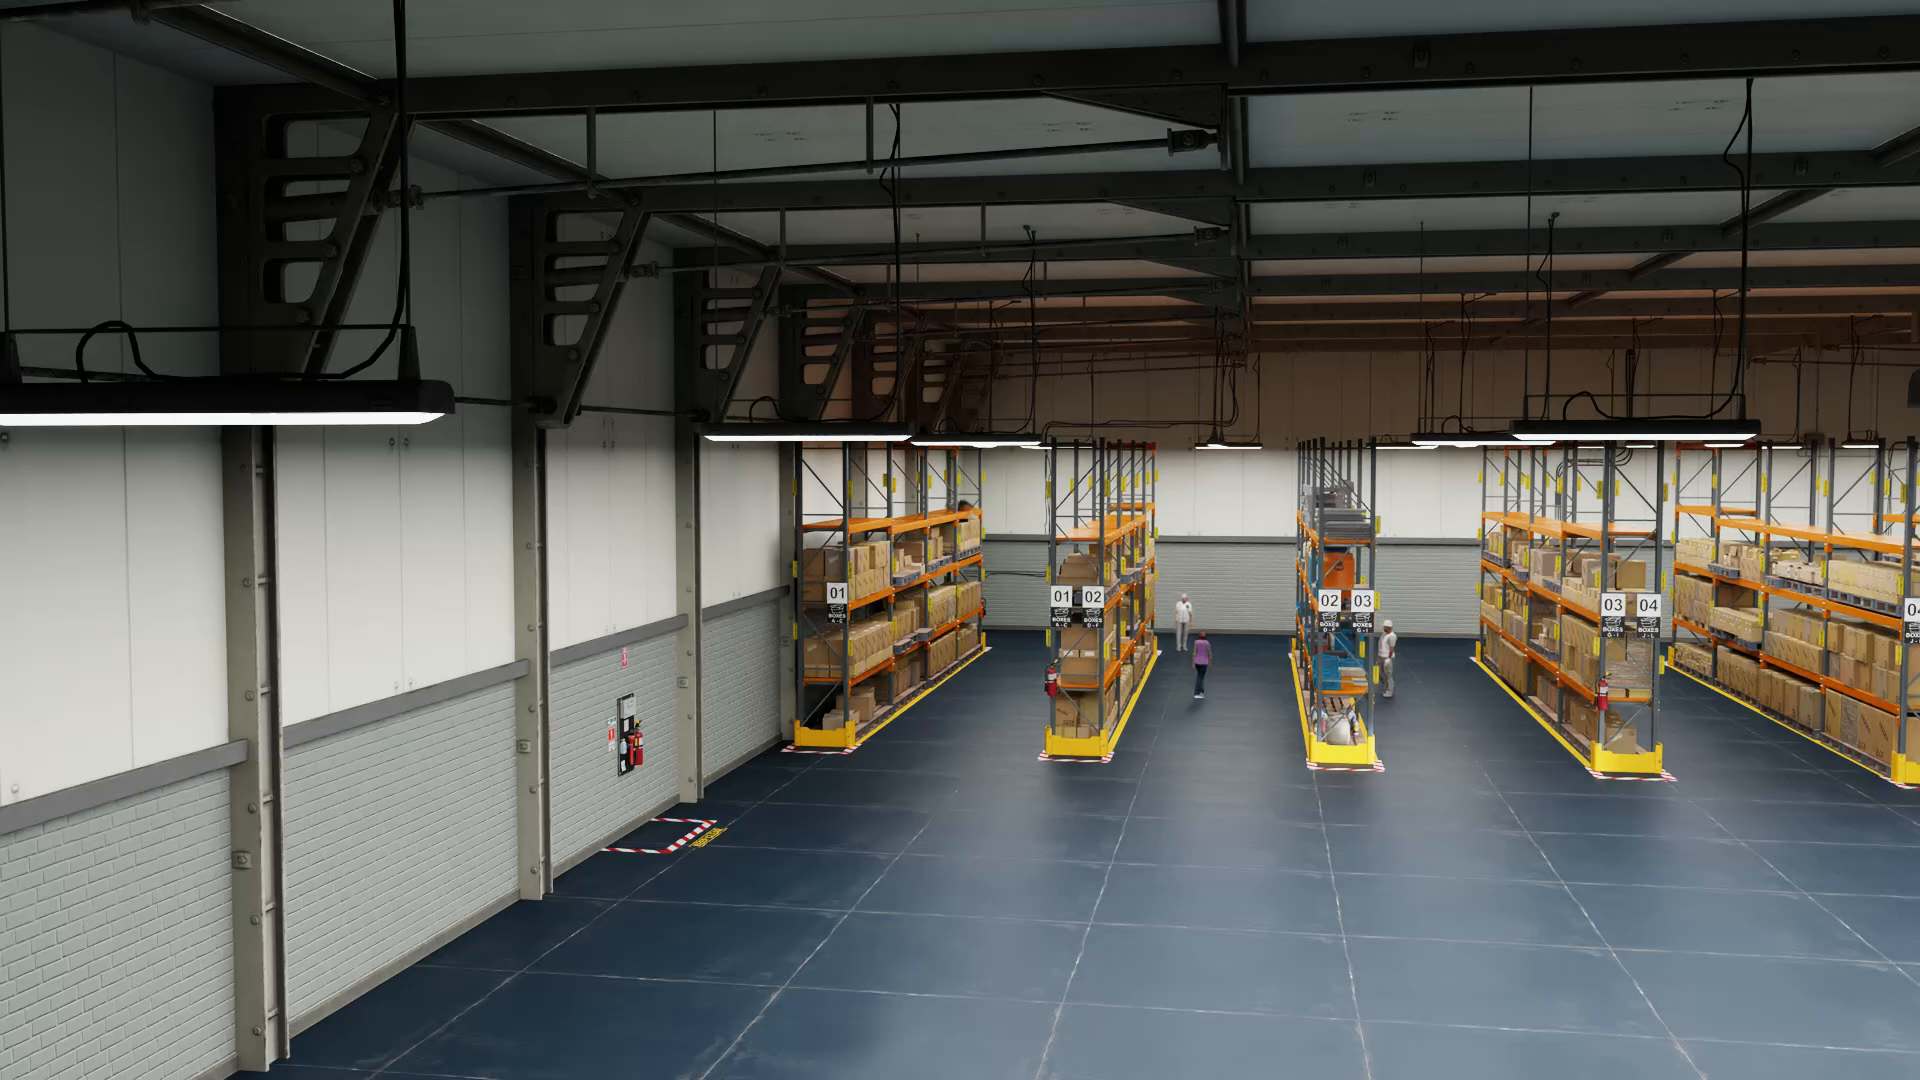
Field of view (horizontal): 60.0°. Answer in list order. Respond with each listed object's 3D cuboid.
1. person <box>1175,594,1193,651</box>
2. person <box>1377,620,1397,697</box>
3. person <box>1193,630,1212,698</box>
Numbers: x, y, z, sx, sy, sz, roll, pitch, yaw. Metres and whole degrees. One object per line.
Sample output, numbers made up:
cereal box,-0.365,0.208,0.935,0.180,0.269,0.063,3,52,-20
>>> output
person,6.440,2.368,47.898,0.513,1.673,0.457,0,3,6
person,9.995,2.770,38.993,0.420,1.802,0.650,-1,3,-15
person,5.617,2.909,38.572,0.581,1.629,0.410,-3,4,-41
